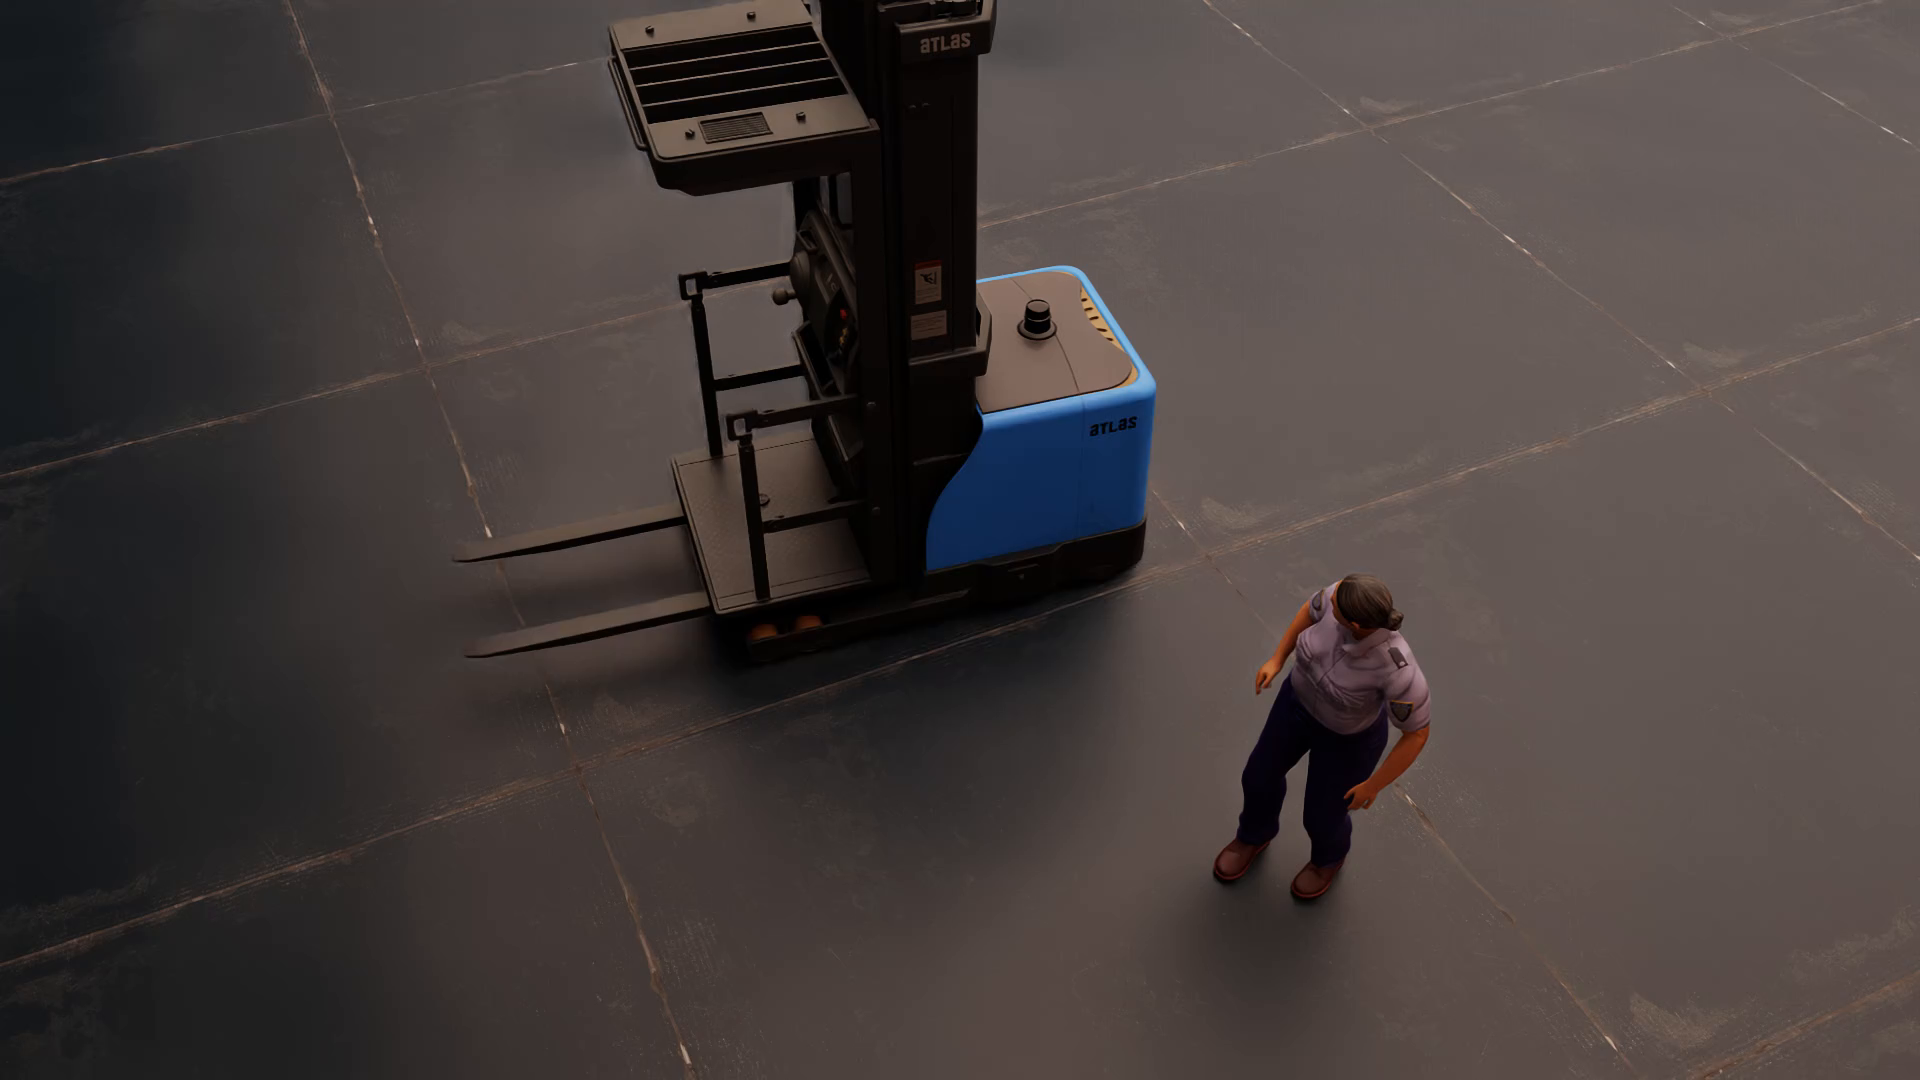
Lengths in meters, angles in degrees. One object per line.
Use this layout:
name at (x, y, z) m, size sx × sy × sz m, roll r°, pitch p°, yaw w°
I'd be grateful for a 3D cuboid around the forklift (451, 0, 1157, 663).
forklift at (-0.732, -0.947, 6.695) m, size 3.031 × 2.935 × 1.130 m, roll -12°, pitch 44°, yaw -13°

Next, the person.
person at (1.284, 0.708, 5.881) m, size 0.485 × 1.629 × 0.680 m, roll -27°, pitch 49°, yaw -26°
